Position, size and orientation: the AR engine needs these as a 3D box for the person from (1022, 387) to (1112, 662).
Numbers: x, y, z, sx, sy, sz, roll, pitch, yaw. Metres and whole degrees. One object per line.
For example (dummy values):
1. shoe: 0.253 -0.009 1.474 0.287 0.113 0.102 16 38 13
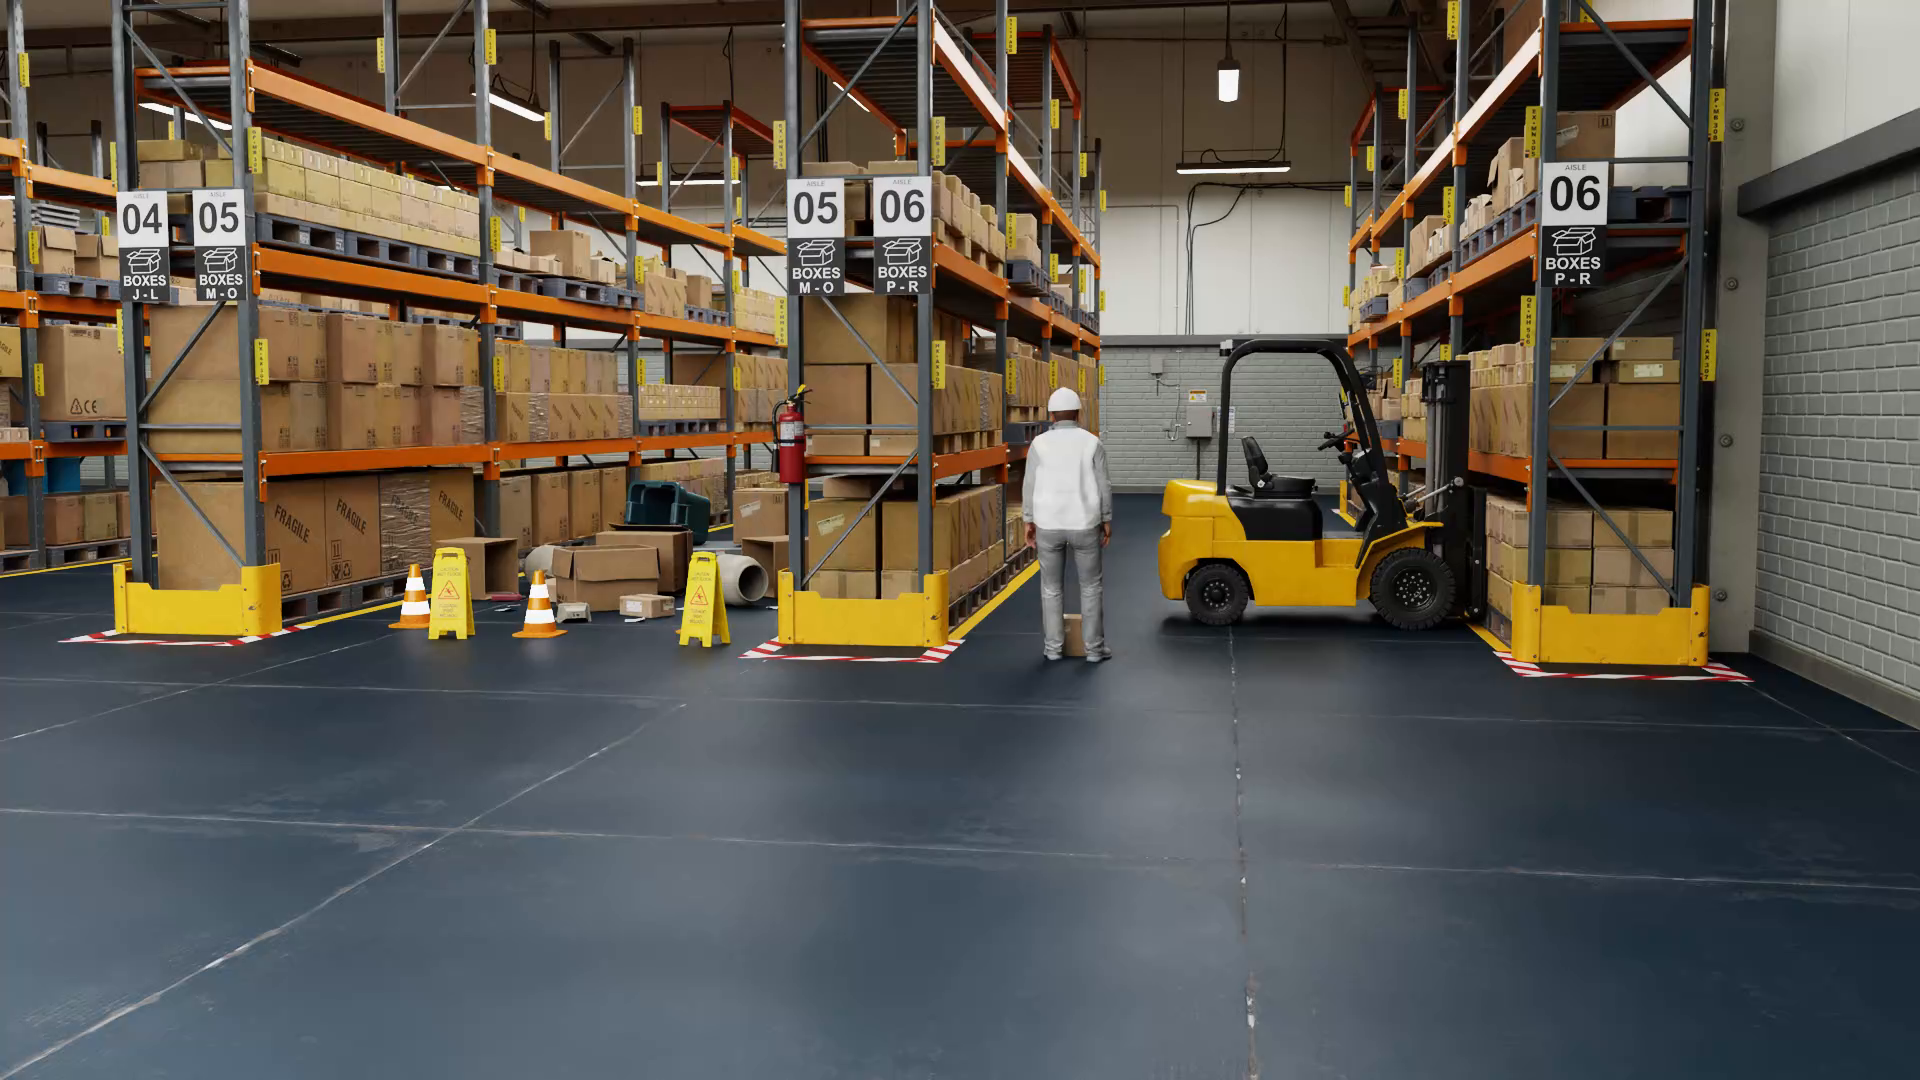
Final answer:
1. person: 0.699 -0.103 10.801 0.591 1.770 0.476 0 4 5
